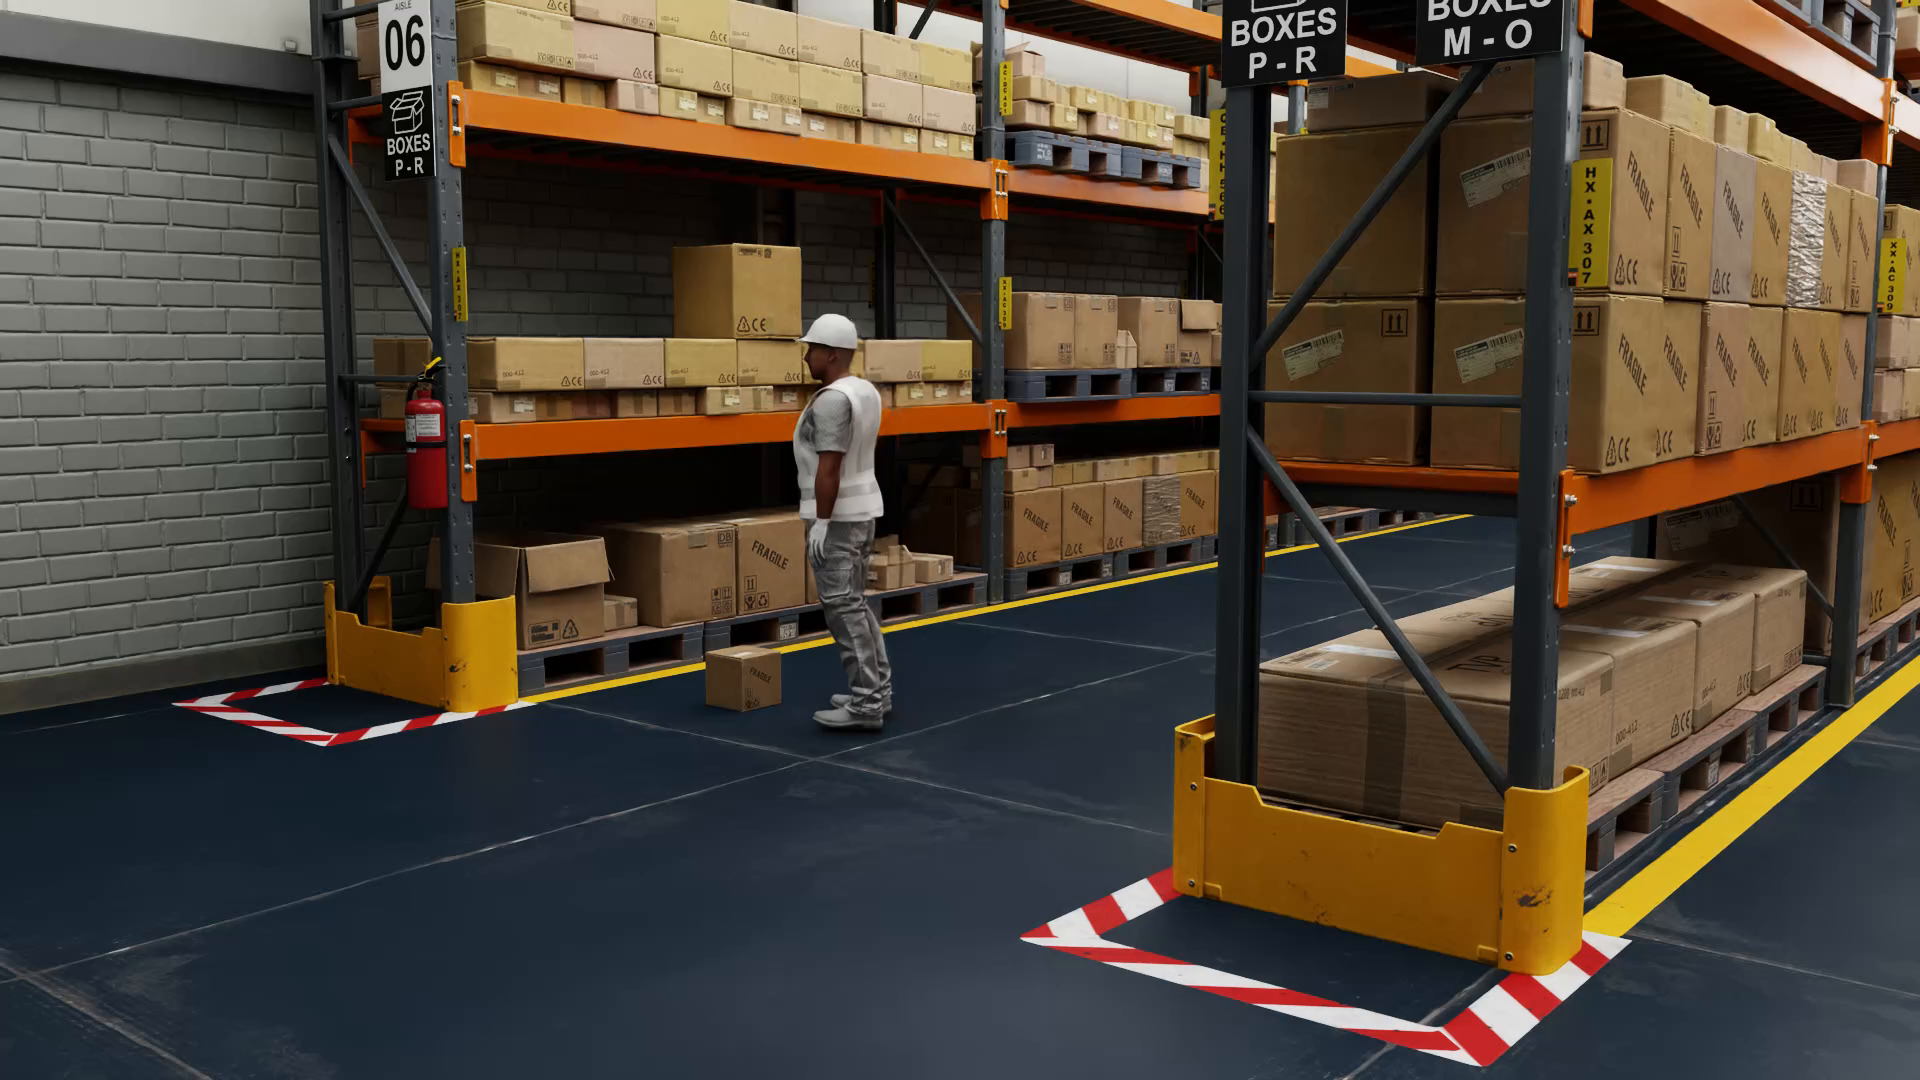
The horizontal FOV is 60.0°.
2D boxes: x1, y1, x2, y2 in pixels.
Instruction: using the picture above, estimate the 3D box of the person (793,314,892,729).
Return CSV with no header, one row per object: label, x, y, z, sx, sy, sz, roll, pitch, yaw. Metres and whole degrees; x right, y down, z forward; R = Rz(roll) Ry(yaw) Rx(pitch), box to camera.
person,-0.504,-0.088,7.240,0.398,1.776,0.596,2,7,14
